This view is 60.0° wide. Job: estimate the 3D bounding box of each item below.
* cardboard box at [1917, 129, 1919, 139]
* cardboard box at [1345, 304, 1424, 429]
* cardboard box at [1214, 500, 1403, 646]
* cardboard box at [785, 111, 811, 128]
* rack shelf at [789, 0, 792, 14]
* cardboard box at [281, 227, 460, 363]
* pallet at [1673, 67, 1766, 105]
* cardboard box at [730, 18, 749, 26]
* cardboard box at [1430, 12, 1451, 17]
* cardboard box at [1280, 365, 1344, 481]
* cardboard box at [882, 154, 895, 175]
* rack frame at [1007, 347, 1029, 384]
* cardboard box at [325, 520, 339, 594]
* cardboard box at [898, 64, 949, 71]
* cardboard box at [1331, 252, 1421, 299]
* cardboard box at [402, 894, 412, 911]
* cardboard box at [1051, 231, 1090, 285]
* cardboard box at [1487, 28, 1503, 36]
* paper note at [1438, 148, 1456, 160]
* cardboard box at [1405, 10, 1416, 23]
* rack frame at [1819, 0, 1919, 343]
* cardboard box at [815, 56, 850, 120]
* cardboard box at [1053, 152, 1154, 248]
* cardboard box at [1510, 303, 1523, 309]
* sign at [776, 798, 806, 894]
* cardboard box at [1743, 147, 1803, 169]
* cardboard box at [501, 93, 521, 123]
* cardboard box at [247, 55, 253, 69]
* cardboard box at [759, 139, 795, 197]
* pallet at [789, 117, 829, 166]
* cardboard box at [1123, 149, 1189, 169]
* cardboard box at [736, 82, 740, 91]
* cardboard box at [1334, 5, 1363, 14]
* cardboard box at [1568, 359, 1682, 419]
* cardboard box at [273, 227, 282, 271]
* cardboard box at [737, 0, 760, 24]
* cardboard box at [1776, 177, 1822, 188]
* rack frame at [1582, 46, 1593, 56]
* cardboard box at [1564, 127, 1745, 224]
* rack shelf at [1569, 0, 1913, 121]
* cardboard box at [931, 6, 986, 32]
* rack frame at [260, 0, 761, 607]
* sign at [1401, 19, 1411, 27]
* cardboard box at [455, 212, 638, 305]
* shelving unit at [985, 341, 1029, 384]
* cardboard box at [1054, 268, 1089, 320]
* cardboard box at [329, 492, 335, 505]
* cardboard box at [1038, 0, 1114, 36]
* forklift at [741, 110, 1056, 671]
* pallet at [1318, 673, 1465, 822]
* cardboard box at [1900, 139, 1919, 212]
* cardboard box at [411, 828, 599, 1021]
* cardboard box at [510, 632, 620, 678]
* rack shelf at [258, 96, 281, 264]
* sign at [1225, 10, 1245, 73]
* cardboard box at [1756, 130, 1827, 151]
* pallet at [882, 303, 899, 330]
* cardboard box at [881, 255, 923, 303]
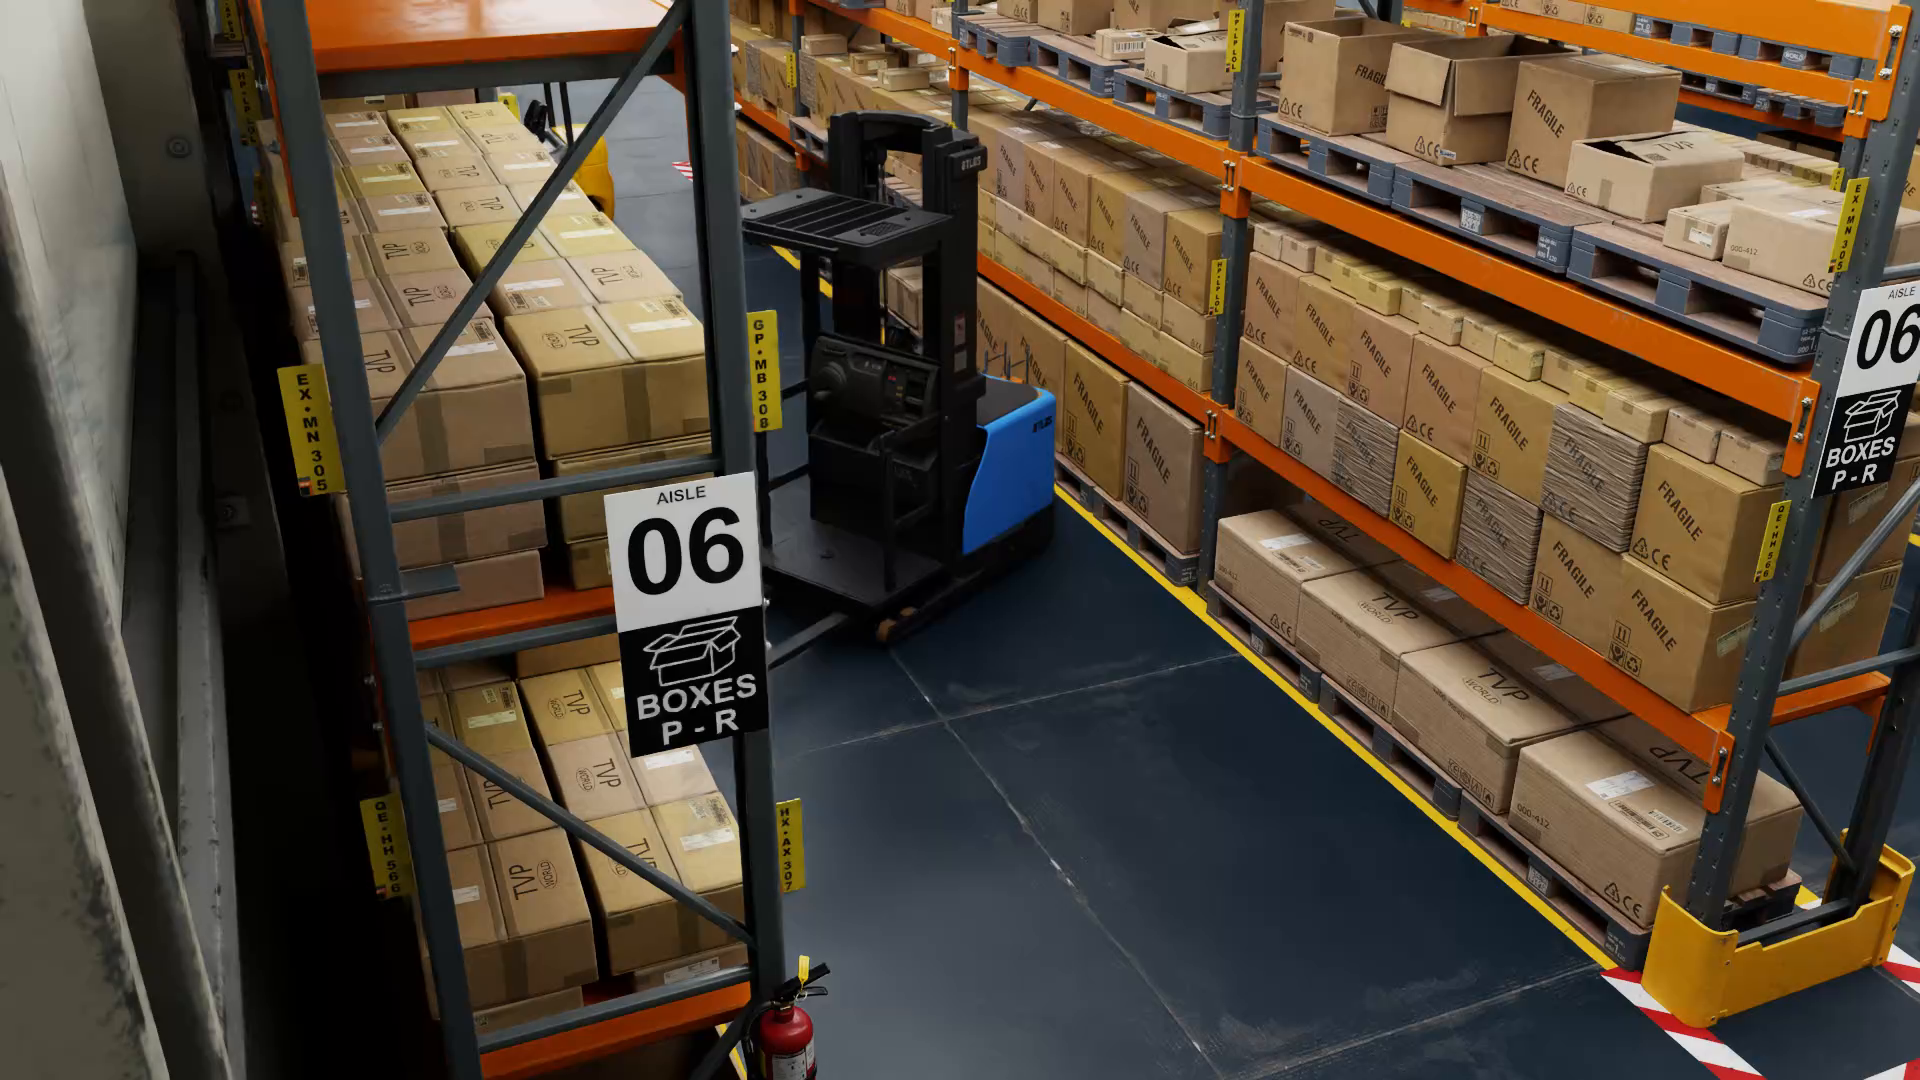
[{"bbox_3d":[9.476,-4.189,16.296,0.500,0.500,0.500,-10,28,-19],"label":"cardboard box"},{"bbox_3d":[2.330,-0.916,8.453,0.500,0.500,0.500,-10,28,-20],"label":"cardboard box"},{"bbox_3d":[2.131,0.165,9.934,0.875,0.438,0.875,-11,28,-21],"label":"cardboard box"},{"bbox_3d":[-1.555,-4.263,16.849,0.380,0.149,0.250,-11,28,-21],"label":"cardboard box"},{"bbox_3d":[-1.932,-6.131,17.789,1.077,0.370,4.000,-11,28,-21],"label":"rack shelf"},{"bbox_3d":[-1.861,-0.787,5.286,0.500,0.250,0.500,-10,28,-20],"label":"cardboard box"},{"bbox_3d":[8.723,-5.093,18.480,1.003,0.211,1.213,-11,28,-21],"label":"pallet"},{"bbox_3d":[-2.579,-5.645,18.939,0.500,0.500,0.500,-10,28,-19],"label":"cardboard box"},{"bbox_3d":[6.899,-7.387,22.508,0.875,0.500,0.500,-11,28,-21],"label":"cardboard box"},{"bbox_3d":[2.120,-0.676,9.101,0.500,0.500,0.500,-10,28,-20],"label":"cardboard box"},{"bbox_3d":[-0.451,-3.253,14.302,0.380,0.149,0.250,-10,28,-20],"label":"cardboard box"},{"bbox_3d":[0.384,-0.715,11.347,0.006,1.200,0.240,19,32,33],"label":"rack frame"},{"bbox_3d":[-3.438,0.156,9.881,0.500,0.500,0.500,-12,29,-23],"label":"cardboard box"},{"bbox_3d":[-0.365,-4.110,15.317,0.500,0.500,0.500,-10,28,-19],"label":"cardboard box"},{"bbox_3d":[2.164,-1.375,8.655,0.380,0.149,0.250,-11,28,-21],"label":"cardboard box"},{"bbox_3d":[-1.769,1.124,5.815,0.380,0.149,0.250,-11,28,-20],"label":"cardboard box"},{"bbox_3d":[0.960,-1.975,11.478,0.500,0.250,0.500,-10,28,-20],"label":"cardboard box"},{"bbox_3d":[7.041,-6.533,21.498,0.380,0.149,0.250,-11,28,-21],"label":"cardboard box"},{"bbox_3d":[2.192,-1.741,7.495,0.006,0.032,0.123,-11,28,-20],"label":"paper note"},{"bbox_3d":[6.375,-7.243,22.953,0.380,0.149,0.250,-11,28,-21],"label":"cardboard box"},{"bbox_3d":[3.550,-2.150,5.397,1.000,3.000,0.127,-11,28,-21],"label":"rack frame"},{"bbox_3d":[-1.033,-4.225,15.554,0.500,0.500,0.500,-10,28,-20],"label":"cardboard box"},{"bbox_3d":[0.972,-2.323,11.335,0.500,0.500,0.500,-10,28,-20],"label":"cardboard box"},{"bbox_3d":[2.950,-1.162,8.218,0.380,0.149,0.250,-11,28,-21],"label":"cardboard box"},{"bbox_3d":[-0.516,0.918,4.965,0.100,0.325,0.005,-11,28,-21],"label":"sign"},{"bbox_3d":[6.359,-2.962,13.027,0.380,0.149,0.250,-11,28,-21],"label":"cardboard box"},{"bbox_3d":[-2.295,-2.013,7.890,0.380,0.149,0.250,-10,28,-19],"label":"cardboard box"},{"bbox_3d":[-3.994,-2.781,9.824,0.380,0.149,0.250,-11,28,-21],"label":"cardboard box"},{"bbox_3d":[-1.828,-3.987,17.797,0.500,0.500,0.500,-10,28,-20],"label":"cardboard box"},{"bbox_3d":[-0.984,-3.879,15.995,1.003,0.211,1.213,-11,28,-21],"label":"pallet"},{"bbox_3d":[1.449,-2.402,11.496,0.500,0.500,0.500,-11,28,-21],"label":"cardboard box"},{"bbox_3d":[-2.284,-5.102,18.567,0.380,0.149,0.250,-10,28,-19],"label":"cardboard box"},{"bbox_3d":[3.769,-5.278,17.387,0.700,0.500,0.500,-11,28,-21],"label":"cardboard box"},{"bbox_3d":[2.865,-0.647,7.164,0.380,0.149,0.250,-10,28,-19],"label":"cardboard box"},{"bbox_3d":[-4.580,-2.120,11.775,0.500,0.250,0.500,-10,28,-19],"label":"cardboard box"},{"bbox_3d":[-2.123,-6.167,18.870,0.700,0.500,0.500,-10,28,-20],"label":"cardboard box"},{"bbox_3d":[6.056,-2.541,12.164,0.380,0.149,0.250,-11,28,-22],"label":"cardboard box"},{"bbox_3d":[7.969,-6.002,20.123,1.000,3.000,0.127,-11,28,-21],"label":"rack frame"},{"bbox_3d":[3.010,-1.609,7.216,0.500,0.311,0.500,-10,28,-20],"label":"cardboard box"},{"bbox_3d":[2.767,-2.455,7.297,1.077,0.370,4.000,-11,28,-21],"label":"rack shelf"},{"bbox_3d":[-0.004,-4.109,13.115,0.380,0.149,0.250,-11,28,-21],"label":"cardboard box"},{"bbox_3d":[-1.015,-1.296,3.648,1.000,3.000,0.127,-11,28,-21],"label":"rack frame"},{"bbox_3d":[2.494,-2.781,9.429,0.100,0.325,0.005,-11,28,-21],"label":"sign"},{"bbox_3d":[-1.349,-0.870,5.457,0.500,0.250,0.500,-11,28,-21],"label":"cardboard box"},{"bbox_3d":[0.311,-0.740,11.396,0.189,1.200,0.258,19,32,33],"label":"shelving unit"},{"bbox_3d":[0.992,-1.760,11.607,0.500,0.250,0.500,-11,28,-21],"label":"cardboard box"},{"bbox_3d":[-1.651,-0.352,4.965,0.500,0.250,0.500,-10,28,-20],"label":"cardboard box"},{"bbox_3d":[0.980,-3.899,11.804,0.700,0.500,0.500,-12,29,-23],"label":"cardboard box"},{"bbox_3d":[-0.649,-0.920,9.794,1.130,2.935,3.031,18,31,33],"label":"forklift"},{"bbox_3d":[2.691,0.998,8.966,1.003,0.211,1.213,-11,28,-21],"label":"pallet"},{"bbox_3d":[6.452,-2.364,11.081,0.500,0.500,0.500,-10,28,-19],"label":"cardboard box"},{"bbox_3d":[-1.440,1.194,5.218,0.500,0.250,0.500,-10,28,-19],"label":"cardboard box"},{"bbox_3d":[-1.533,0.162,6.477,0.500,0.500,0.500,-10,28,-19],"label":"cardboard box"},{"bbox_3d":[-3.365,-2.047,9.425,1.077,0.370,4.000,-11,28,-21],"label":"rack shelf"},{"bbox_3d":[1.488,-2.694,8.981,0.100,0.325,0.005,-11,28,-21],"label":"sign"},{"bbox_3d":[9.029,-4.276,18.082,0.500,0.250,0.500,-7,27,-15],"label":"cardboard box"},{"bbox_3d":[-0.361,-2.238,15.594,1.003,0.211,1.213,-11,28,-21],"label":"pallet"},{"bbox_3d":[-0.383,-2.525,15.520,0.950,0.372,0.625,-10,28,-19],"label":"cardboard box"}]
